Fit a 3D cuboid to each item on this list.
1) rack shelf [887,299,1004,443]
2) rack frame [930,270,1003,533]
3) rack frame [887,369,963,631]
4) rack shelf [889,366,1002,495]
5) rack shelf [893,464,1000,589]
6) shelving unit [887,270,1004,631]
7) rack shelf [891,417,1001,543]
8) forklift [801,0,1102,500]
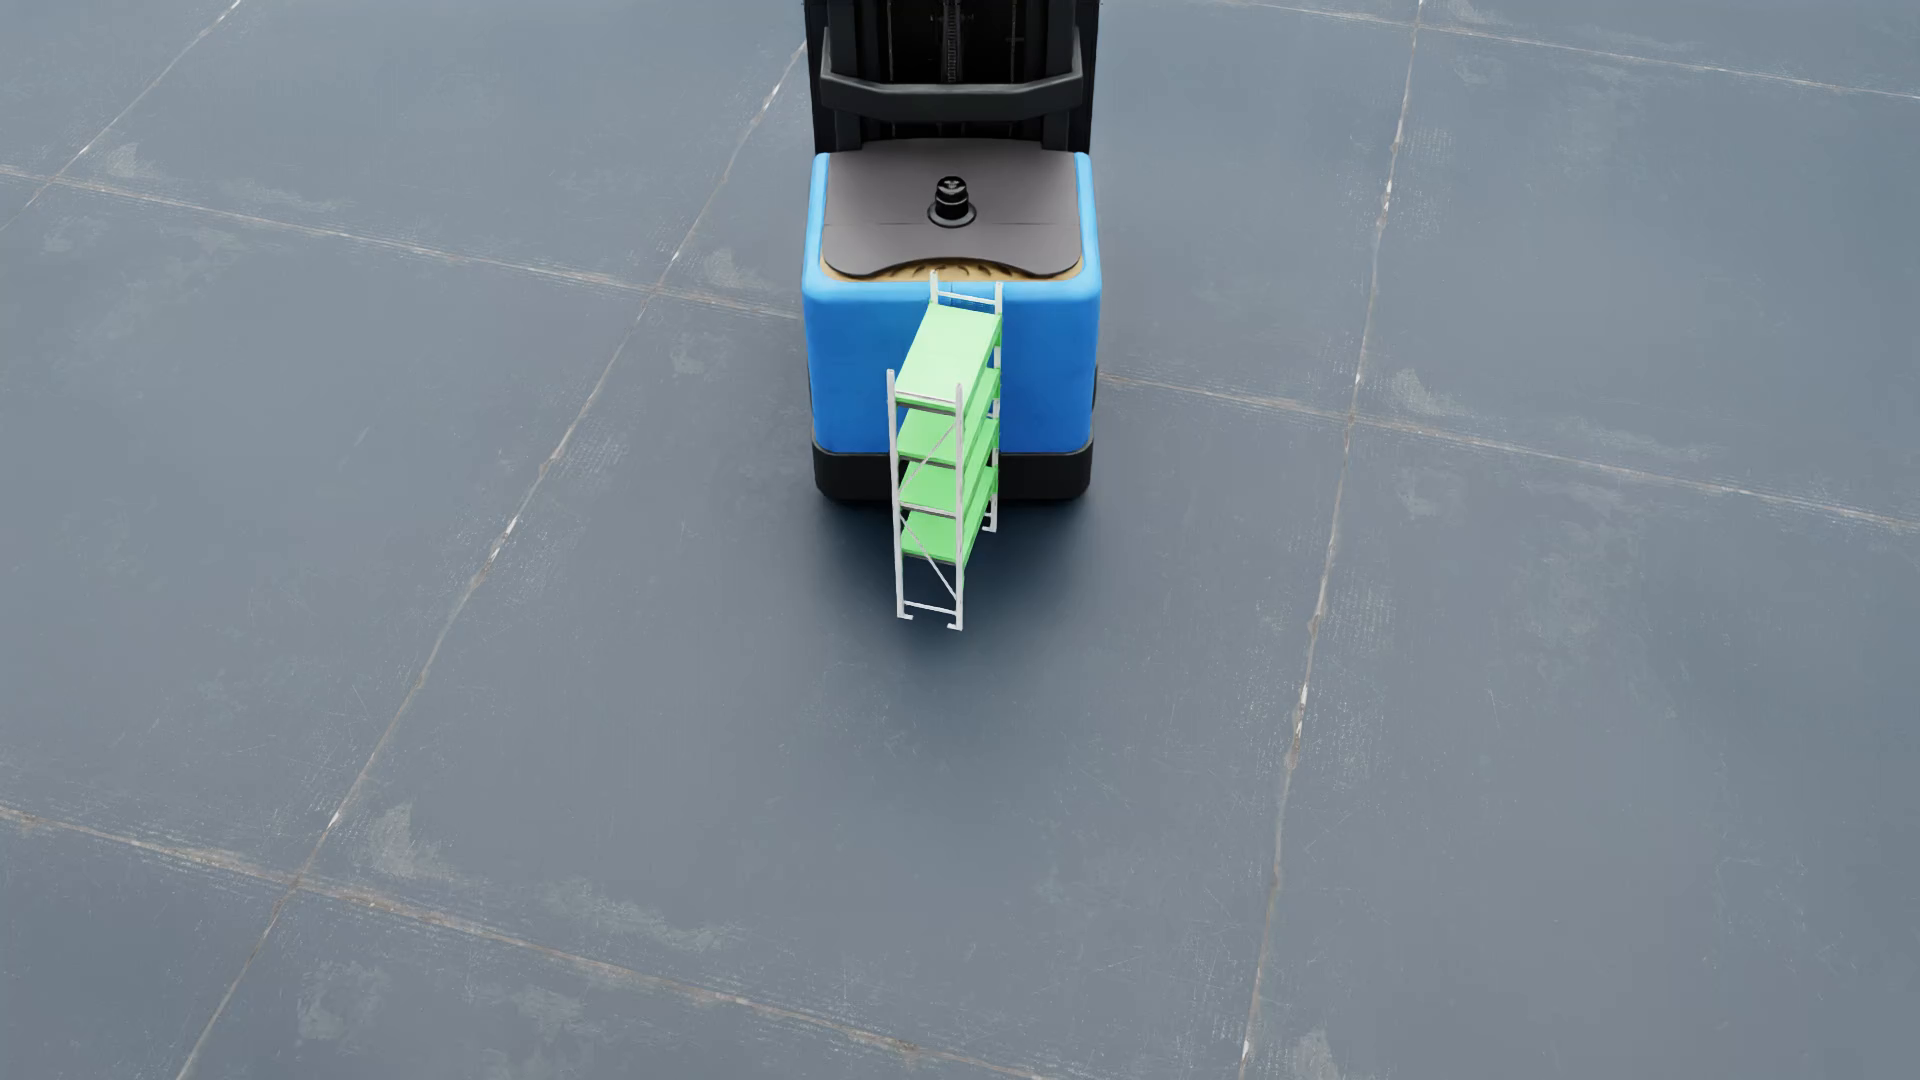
[{"bbox_3d":[-0.044,-0.553,5.382,0.258,0.148,0.480,12,50,10],"label":"rack shelf"},{"bbox_3d":[0.021,-0.454,5.850,0.240,1.200,0.015,12,50,10],"label":"rack frame"},{"bbox_3d":[-0.108,-0.101,5.539,0.240,1.200,0.015,12,50,10],"label":"rack frame"},{"bbox_3d":[-0.044,-0.394,5.562,0.258,0.148,0.480,12,50,10],"label":"rack shelf"},{"bbox_3d":[-0.044,-0.076,5.922,0.258,0.148,0.480,12,50,10],"label":"rack shelf"},{"bbox_3d":[-0.044,-0.277,5.694,0.258,1.200,0.503,12,50,10],"label":"shelving unit"},{"bbox_3d":[-0.044,-0.235,5.742,0.258,0.148,0.480,12,50,10],"label":"rack shelf"},{"bbox_3d":[-0.031,-2.211,6.246,1.130,2.935,3.031,0,49,0],"label":"forklift"}]
